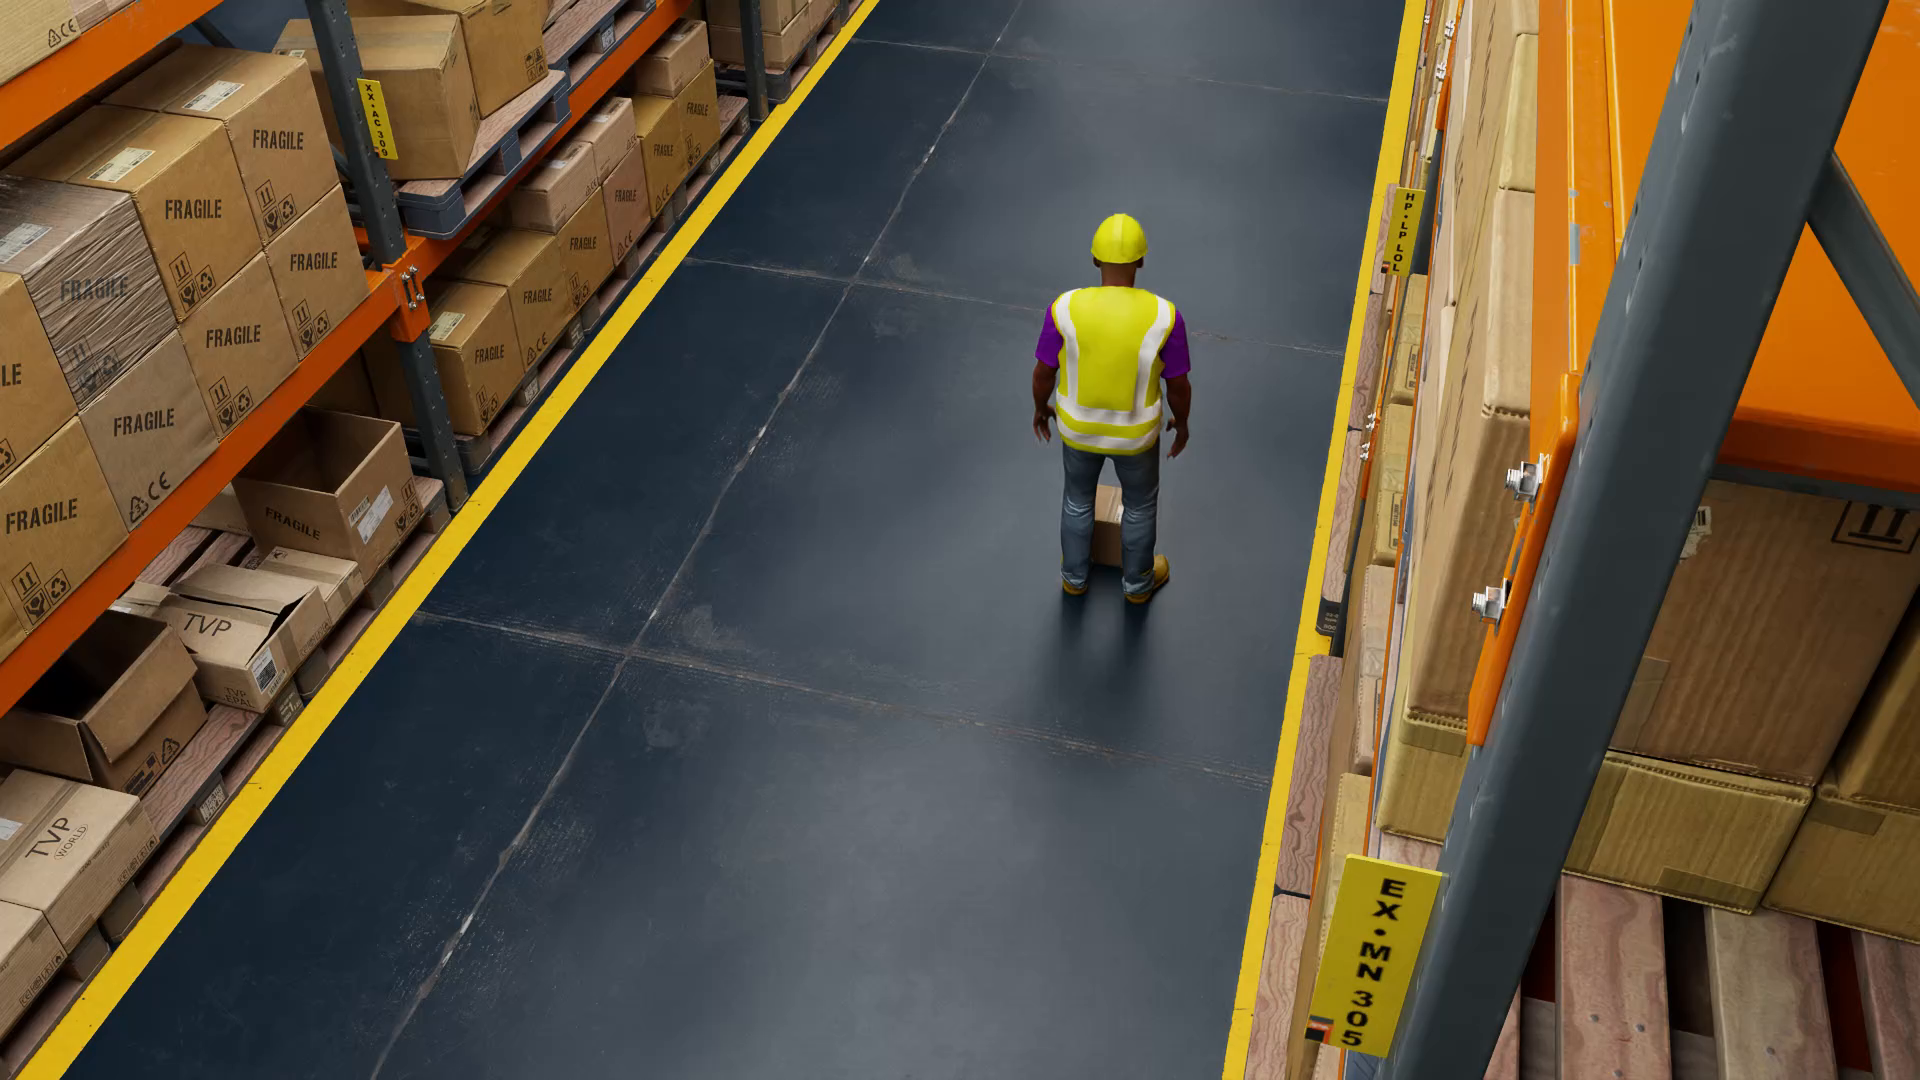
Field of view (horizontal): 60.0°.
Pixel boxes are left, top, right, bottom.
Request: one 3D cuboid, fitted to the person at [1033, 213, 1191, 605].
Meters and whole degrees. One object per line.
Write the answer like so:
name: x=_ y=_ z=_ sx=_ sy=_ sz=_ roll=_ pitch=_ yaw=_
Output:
person: x=0.609 y=-0.491 z=6.713 sx=0.636 sy=1.761 sz=0.454 roll=8 pitch=41 yaw=9
